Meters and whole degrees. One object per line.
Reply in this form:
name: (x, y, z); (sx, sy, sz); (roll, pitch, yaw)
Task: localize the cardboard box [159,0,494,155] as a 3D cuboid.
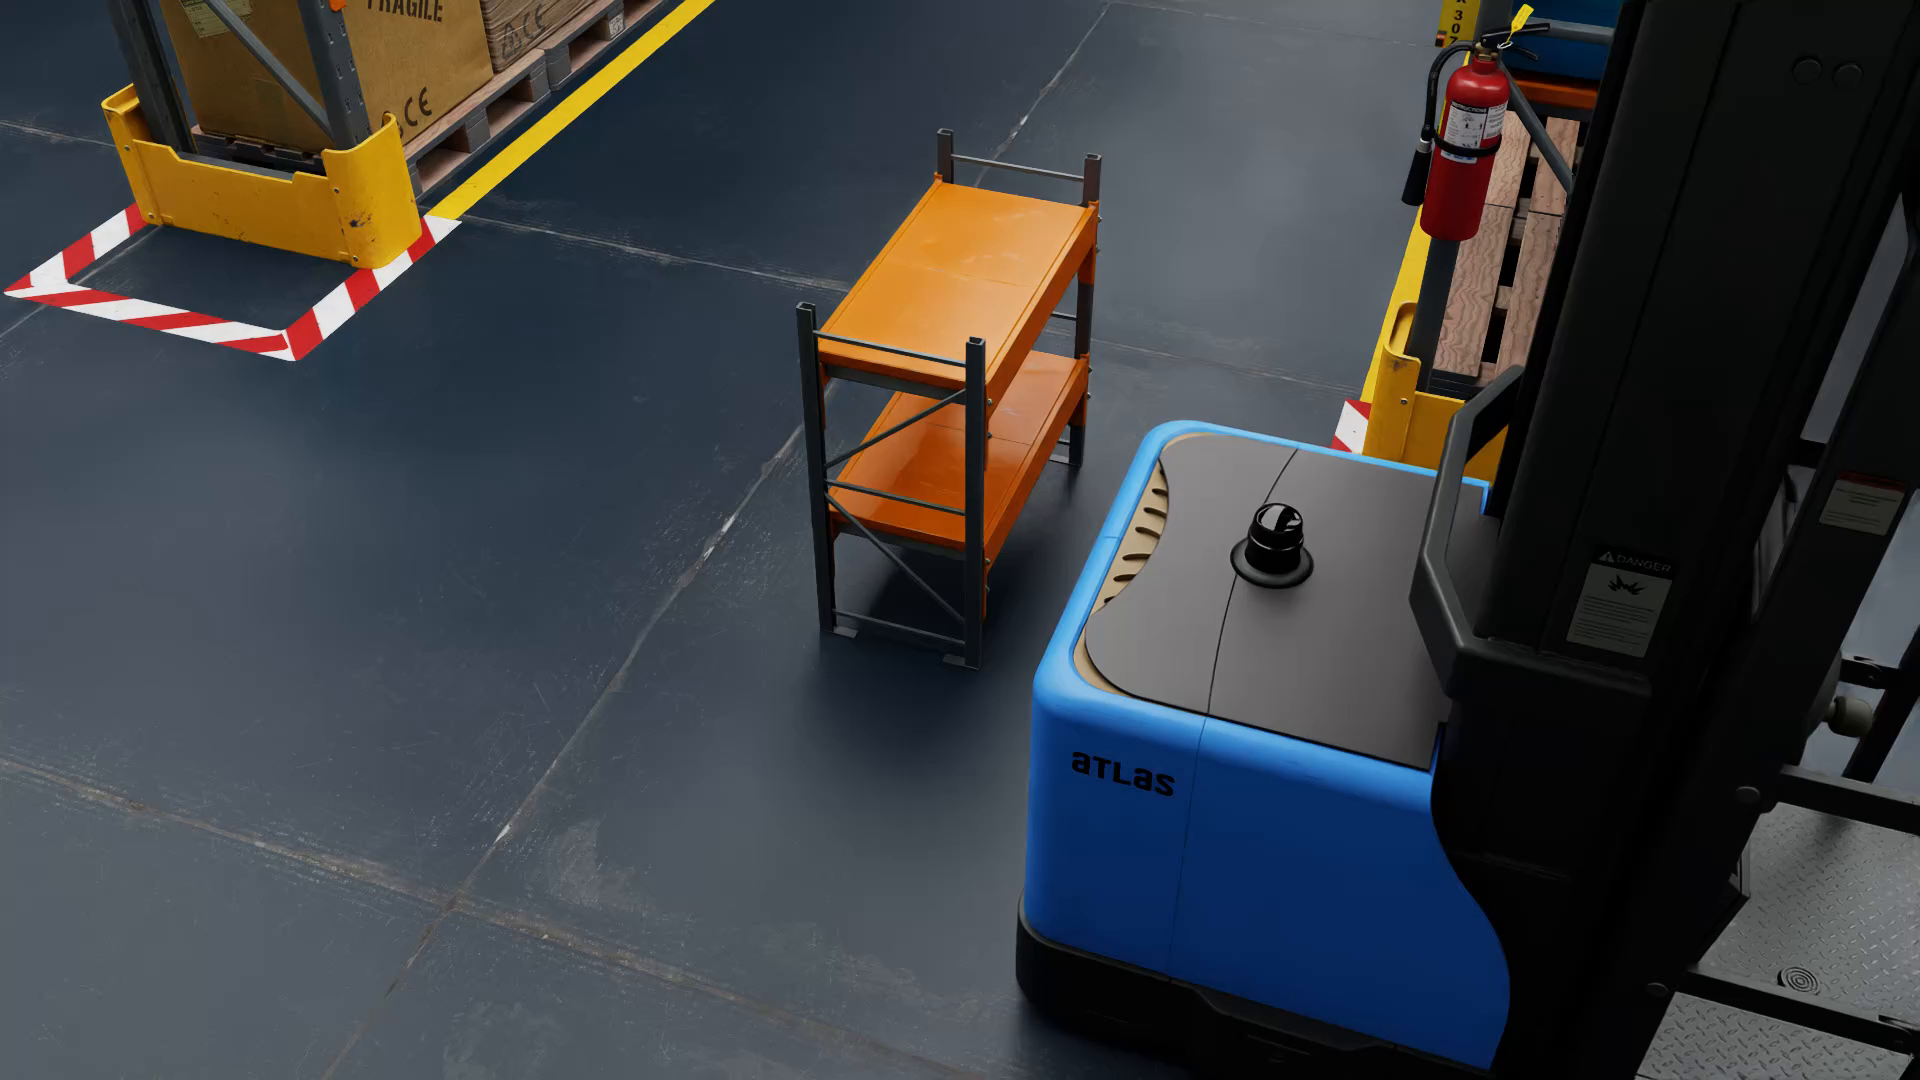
cardboard box: (-2.600, -2.192, 6.822); (0.875, 0.875, 0.875); (13, 42, 15)

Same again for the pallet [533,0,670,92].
pallet: (-2.125, -2.619, 8.157); (1.003, 0.211, 1.213); (13, 42, 15)

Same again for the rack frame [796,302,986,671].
rack frame: (-0.176, -0.114, 4.517); (0.500, 1.125, 0.032); (13, 42, 15)

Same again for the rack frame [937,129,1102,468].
rack frame: (0.172, -0.734, 5.243); (0.500, 1.125, 0.032); (13, 42, 15)

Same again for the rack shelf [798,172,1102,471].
rack shelf: (-0.002, -0.646, 4.690); (0.538, 0.278, 1.000); (13, 42, 15)

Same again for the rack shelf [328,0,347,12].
rack shelf: (-2.060, -3.379, 7.454); (1.077, 0.370, 4.000); (13, 42, 15)

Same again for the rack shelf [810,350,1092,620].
rack shelf: (-0.002, -0.238, 5.039); (0.538, 0.278, 1.000); (13, 42, 15)

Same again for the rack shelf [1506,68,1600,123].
rack shelf: (2.595, -2.280, 6.165); (1.077, 0.370, 4.000); (13, 42, 15)

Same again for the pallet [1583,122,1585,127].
pallet: (3.063, -2.255, 7.731); (1.003, 0.211, 1.213); (13, 42, 15)

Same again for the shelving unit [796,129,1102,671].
shelving unit: (-0.002, -0.424, 4.880); (0.538, 1.125, 1.048); (13, 42, 15)

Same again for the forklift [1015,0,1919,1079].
forklift: (1.704, 0.018, 2.971); (3.031, 2.935, 1.130); (13, 42, 15)

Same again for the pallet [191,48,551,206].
pallet: (-2.544, -1.877, 7.287); (1.003, 0.211, 1.213); (13, 42, 15)

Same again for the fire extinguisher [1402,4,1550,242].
fire extinguisher: (1.432, -1.171, 4.658); (0.296, 0.674, 0.183); (13, 42, 15)

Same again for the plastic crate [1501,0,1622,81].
plastic crate: (1.850, -1.615, 4.759); (0.616, 0.435, 0.499); (13, 42, 15)

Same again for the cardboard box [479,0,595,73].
cardboard box: (-2.289, -2.747, 7.473); (0.875, 0.875, 0.875); (13, 42, 15)

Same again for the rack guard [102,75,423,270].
rack guard: (-2.752, -1.467, 6.585); (1.175, 0.500, 0.348); (13, 42, 15)

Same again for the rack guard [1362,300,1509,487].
rack guard: (1.915, -0.365, 5.293); (1.175, 0.500, 0.348); (13, 42, 15)

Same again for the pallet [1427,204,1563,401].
pallet: (2.229, -0.767, 5.986); (1.003, 0.211, 1.213); (13, 42, 15)

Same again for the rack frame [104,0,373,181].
rack frame: (-2.744, -2.433, 5.790); (1.000, 3.000, 0.127); (13, 42, 15)

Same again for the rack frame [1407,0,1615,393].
rack frame: (1.911, -1.334, 4.502); (1.000, 3.000, 0.127); (13, 42, 15)

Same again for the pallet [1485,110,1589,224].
pallet: (2.648, -1.509, 6.856); (1.003, 0.211, 1.213); (13, 42, 15)

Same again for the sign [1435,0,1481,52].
sign: (1.388, -1.508, 4.580); (0.100, 0.325, 0.005); (13, 42, 15)
